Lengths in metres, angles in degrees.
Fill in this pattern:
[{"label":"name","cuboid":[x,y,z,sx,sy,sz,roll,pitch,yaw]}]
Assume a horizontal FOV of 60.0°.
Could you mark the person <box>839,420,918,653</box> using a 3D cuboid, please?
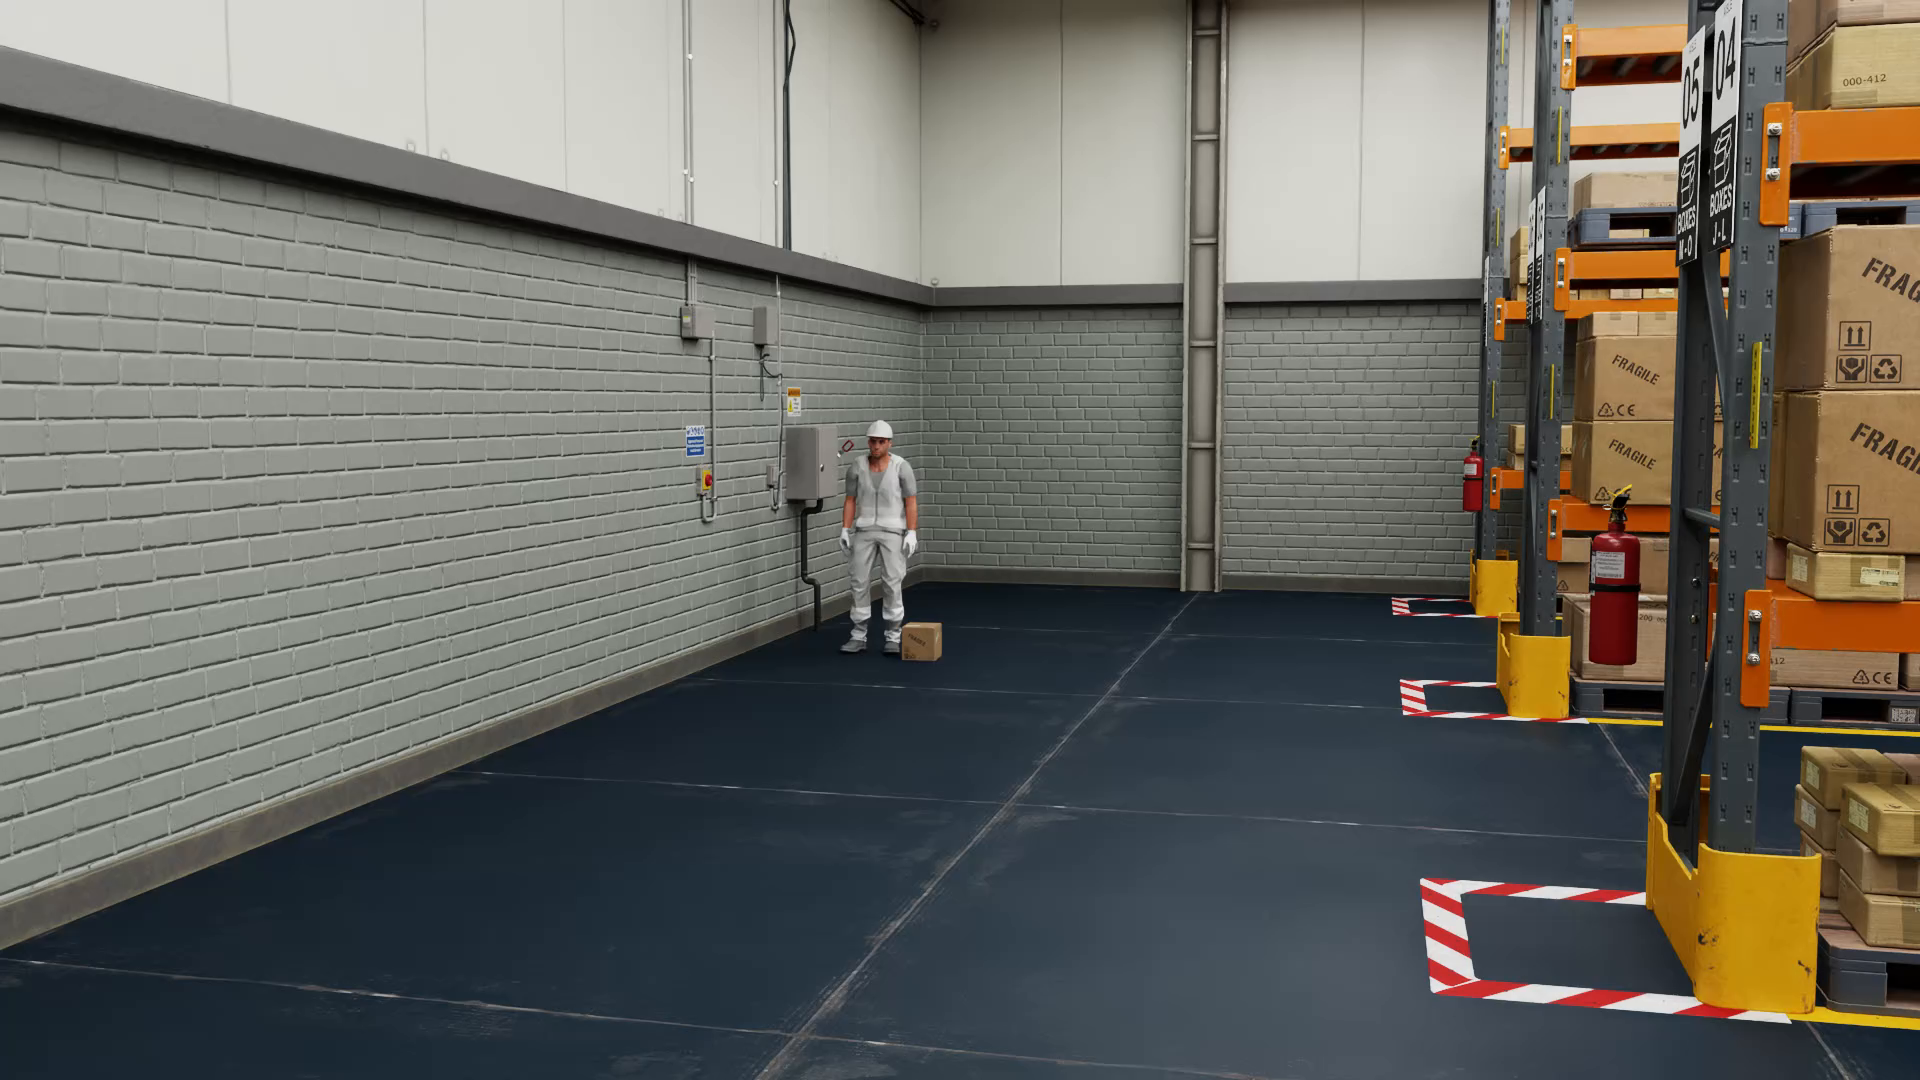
[{"label":"person","cuboid":[-0.623,-0.025,12.676,0.610,1.777,0.451,1,5,10]}]
